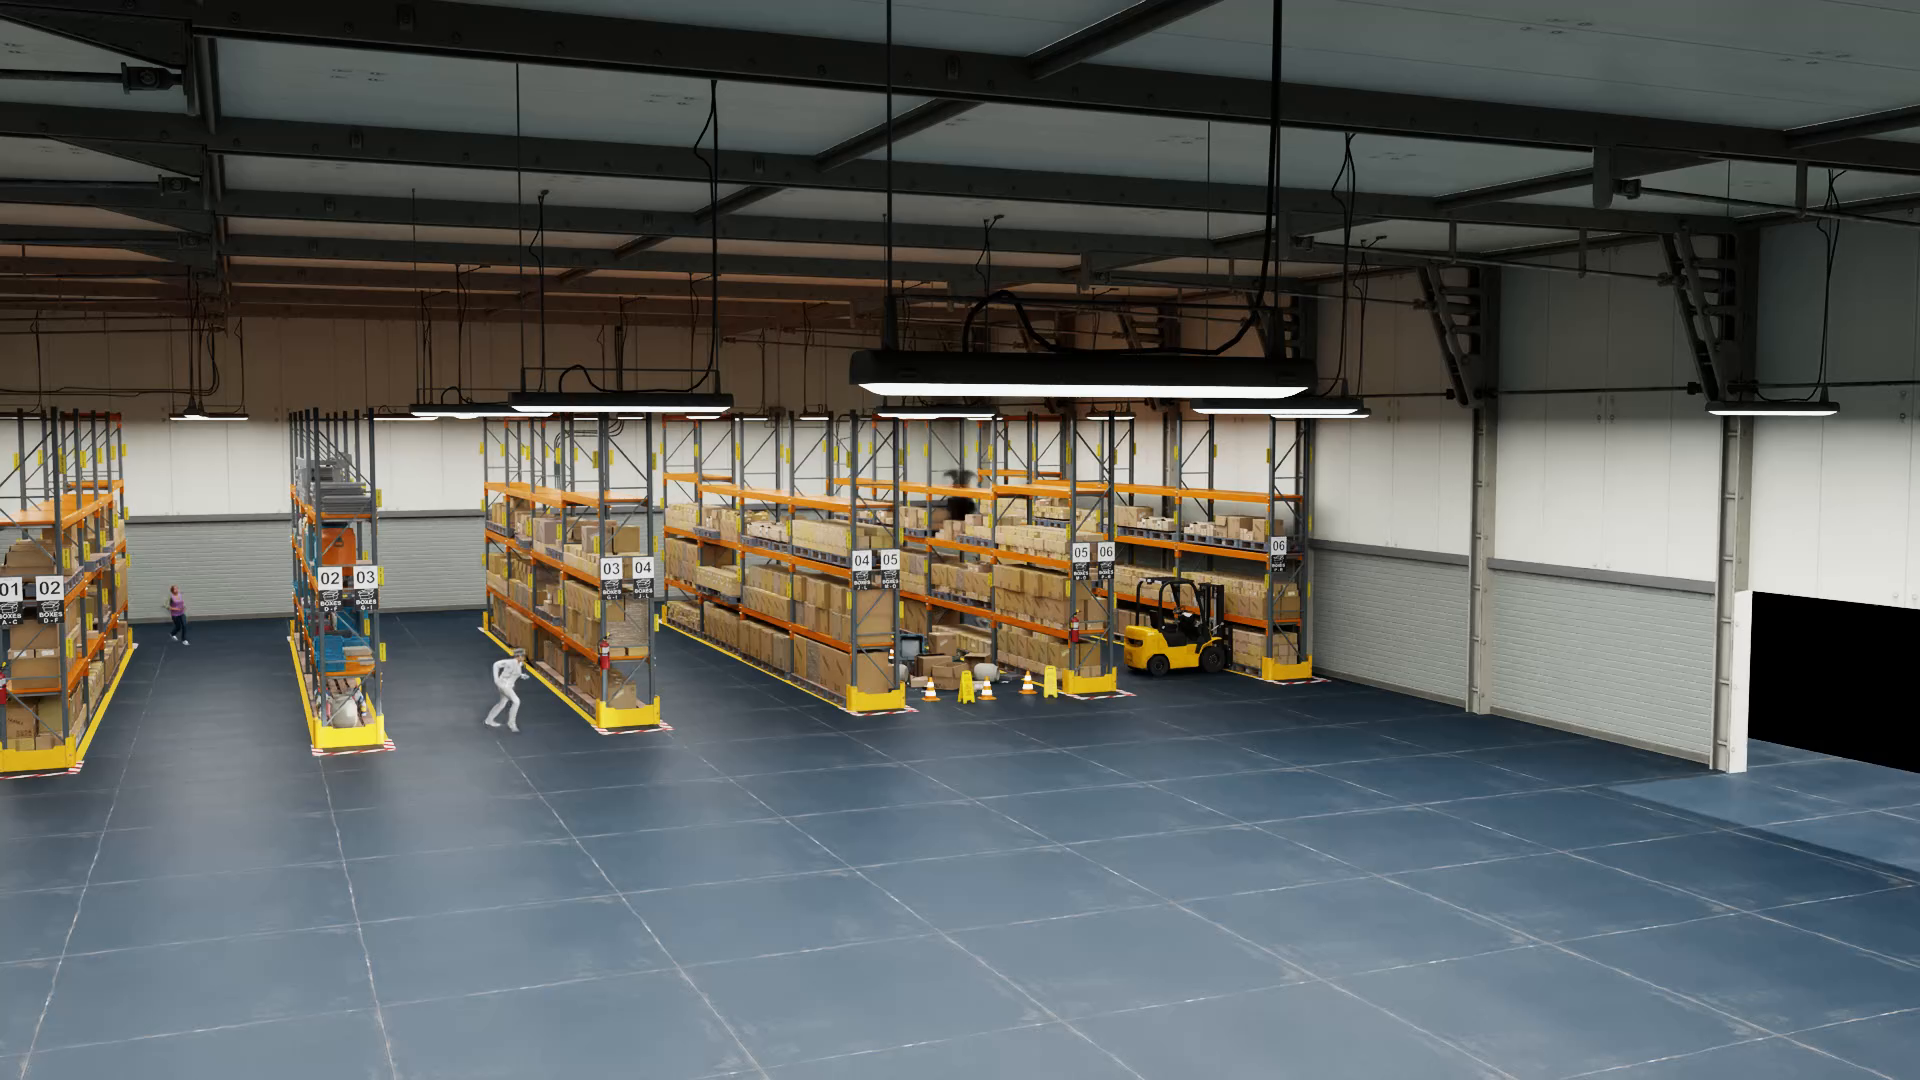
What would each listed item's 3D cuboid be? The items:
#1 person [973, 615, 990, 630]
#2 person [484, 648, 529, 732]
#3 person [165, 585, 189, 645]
[{"bbox_3d":[0.591,1.765,45.182,0.596,1.615,0.604,-3,5,-38],"label":"person"},{"bbox_3d":[-8.477,2.800,30.950,0.946,1.602,0.663,1,4,18],"label":"person"},{"bbox_3d":[-20.302,1.945,43.040,0.735,1.566,0.576,2,5,31],"label":"person"}]
